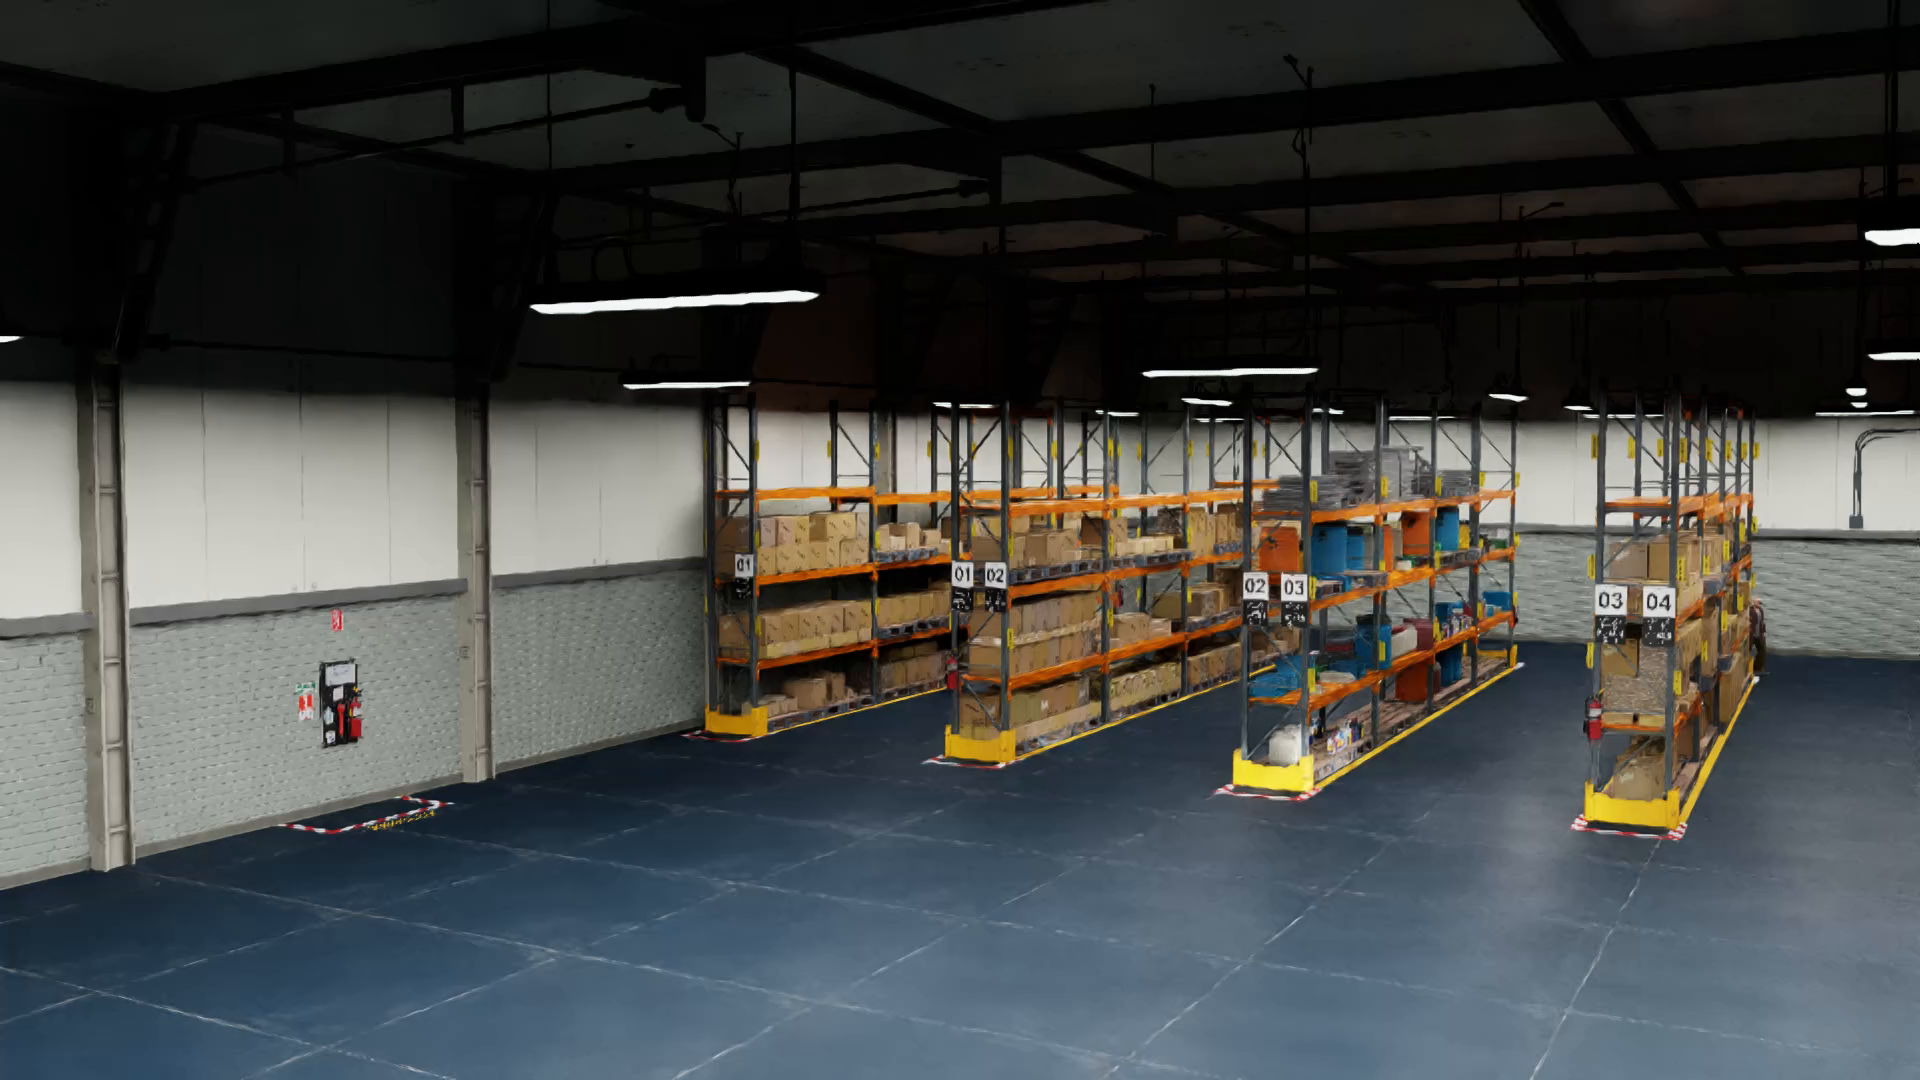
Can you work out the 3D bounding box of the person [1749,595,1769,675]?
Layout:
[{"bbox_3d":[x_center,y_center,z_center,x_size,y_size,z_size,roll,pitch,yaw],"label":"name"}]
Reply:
[{"bbox_3d":[17.677,2.107,37.039,0.679,1.766,0.508,-1,3,-13],"label":"person"}]
